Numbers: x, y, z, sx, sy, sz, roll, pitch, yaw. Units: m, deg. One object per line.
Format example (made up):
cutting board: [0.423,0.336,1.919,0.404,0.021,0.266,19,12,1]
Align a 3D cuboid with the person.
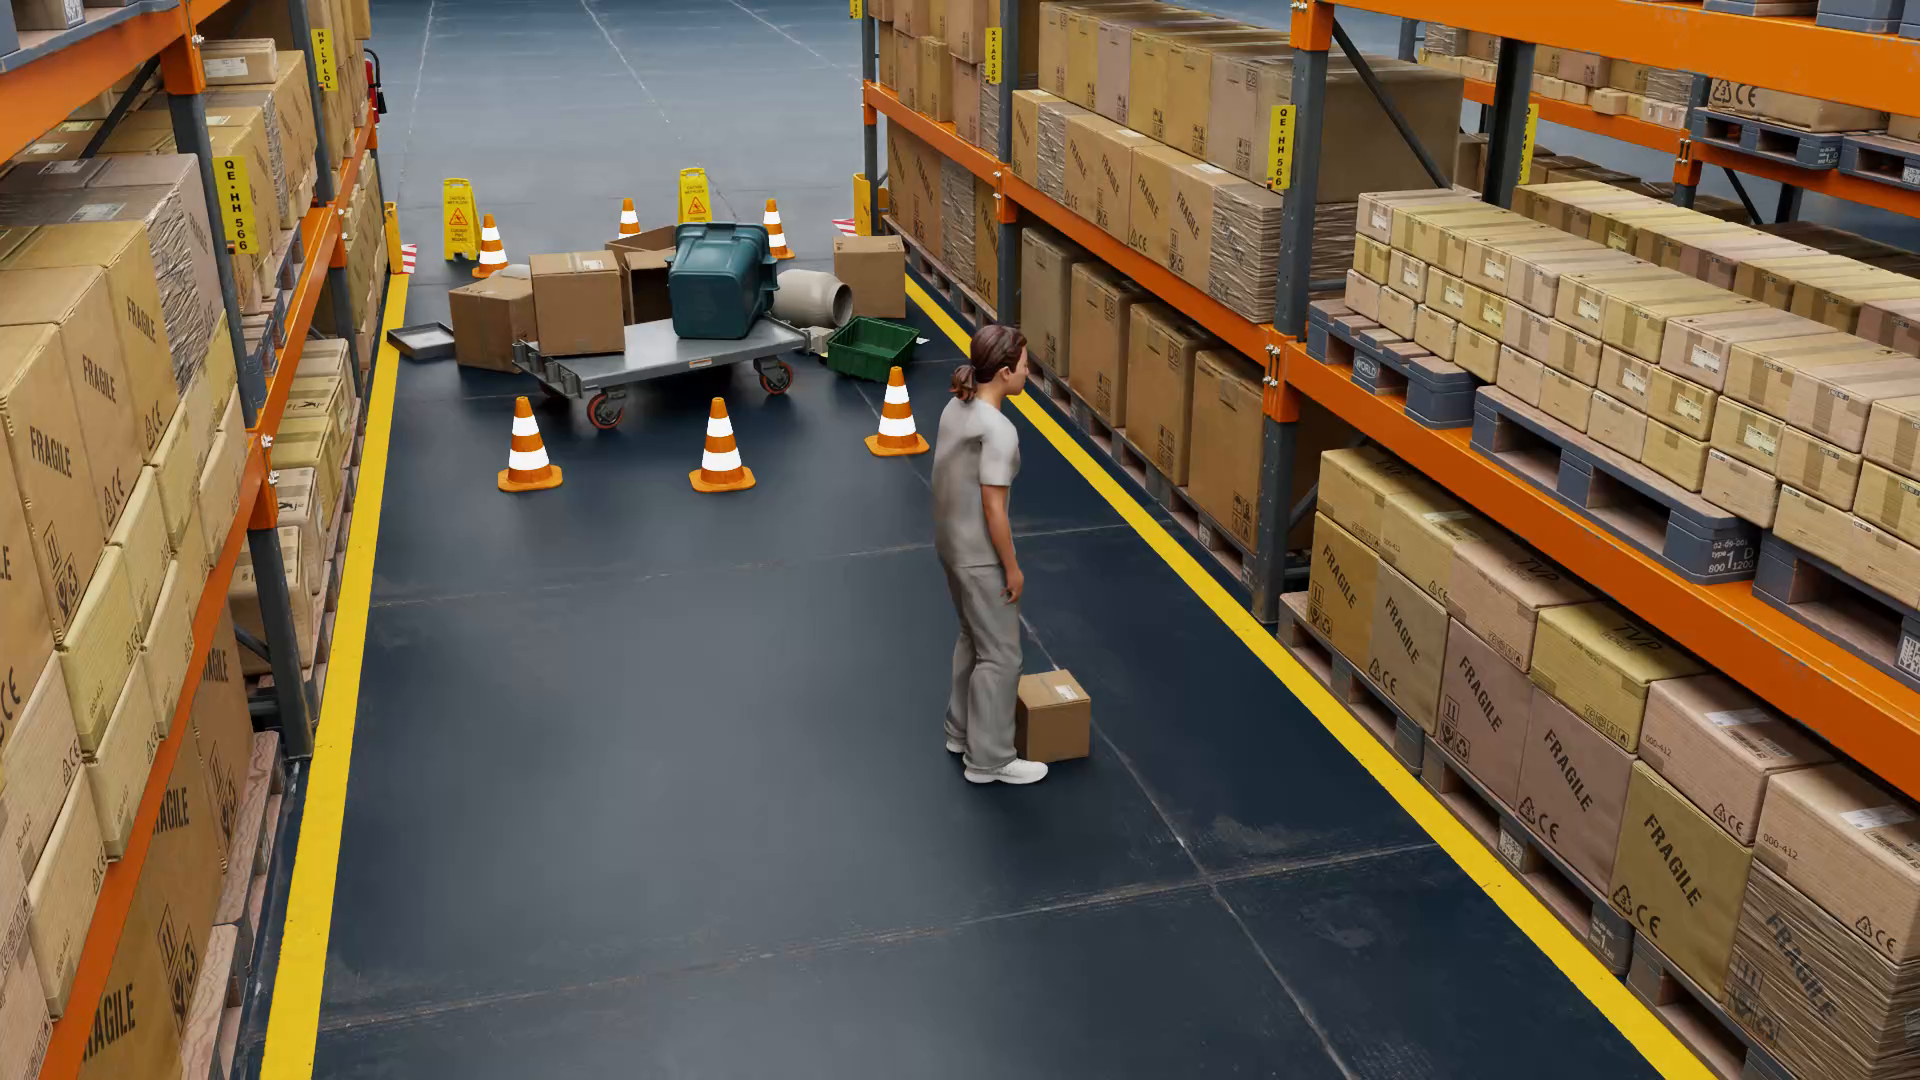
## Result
person: [0.095,0.050,5.980,0.363,1.671,0.509,-8,24,-18]
